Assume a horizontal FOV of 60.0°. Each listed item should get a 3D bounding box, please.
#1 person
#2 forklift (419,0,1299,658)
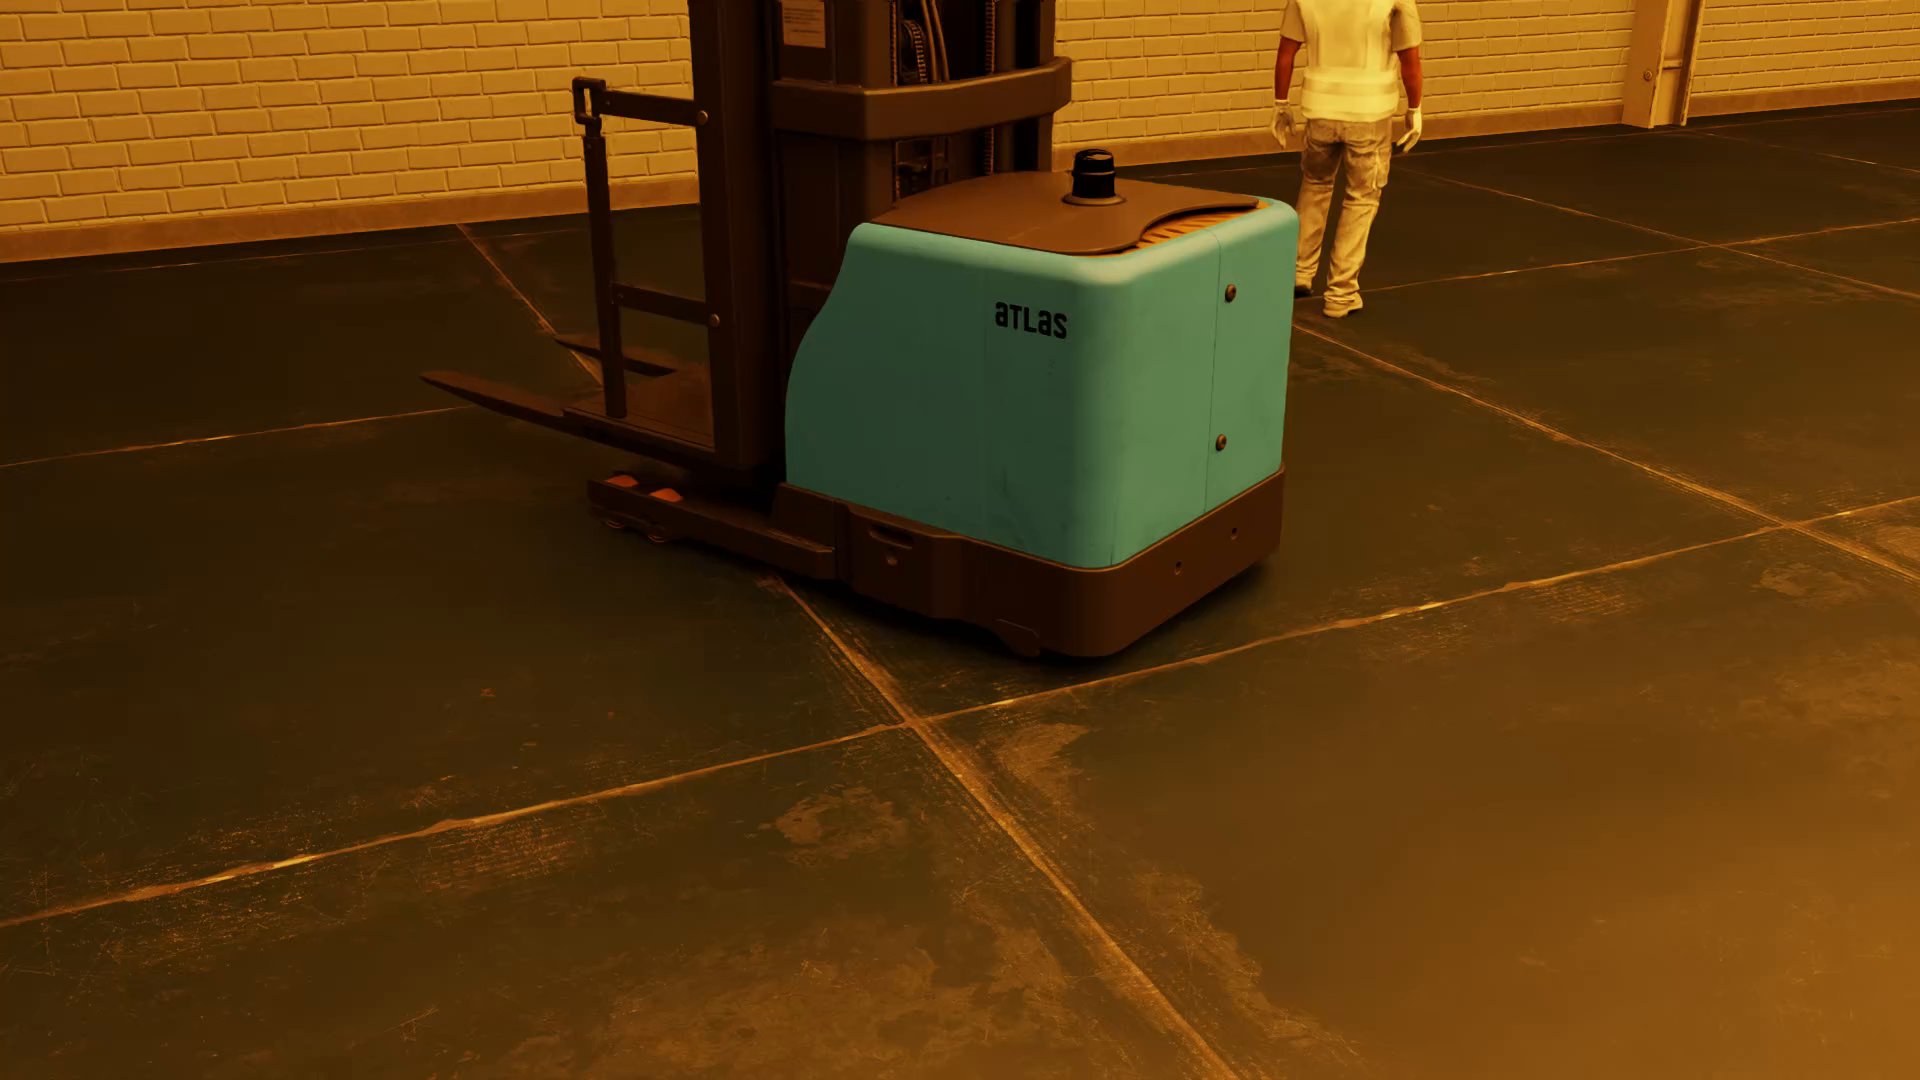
[{"bbox_3d":[1.750,-1.893,7.447,0.654,1.824,0.530,14,26,31],"label":"person"},{"bbox_3d":[-0.536,-1.486,4.864,3.031,2.935,1.130,16,28,34],"label":"forklift"}]
